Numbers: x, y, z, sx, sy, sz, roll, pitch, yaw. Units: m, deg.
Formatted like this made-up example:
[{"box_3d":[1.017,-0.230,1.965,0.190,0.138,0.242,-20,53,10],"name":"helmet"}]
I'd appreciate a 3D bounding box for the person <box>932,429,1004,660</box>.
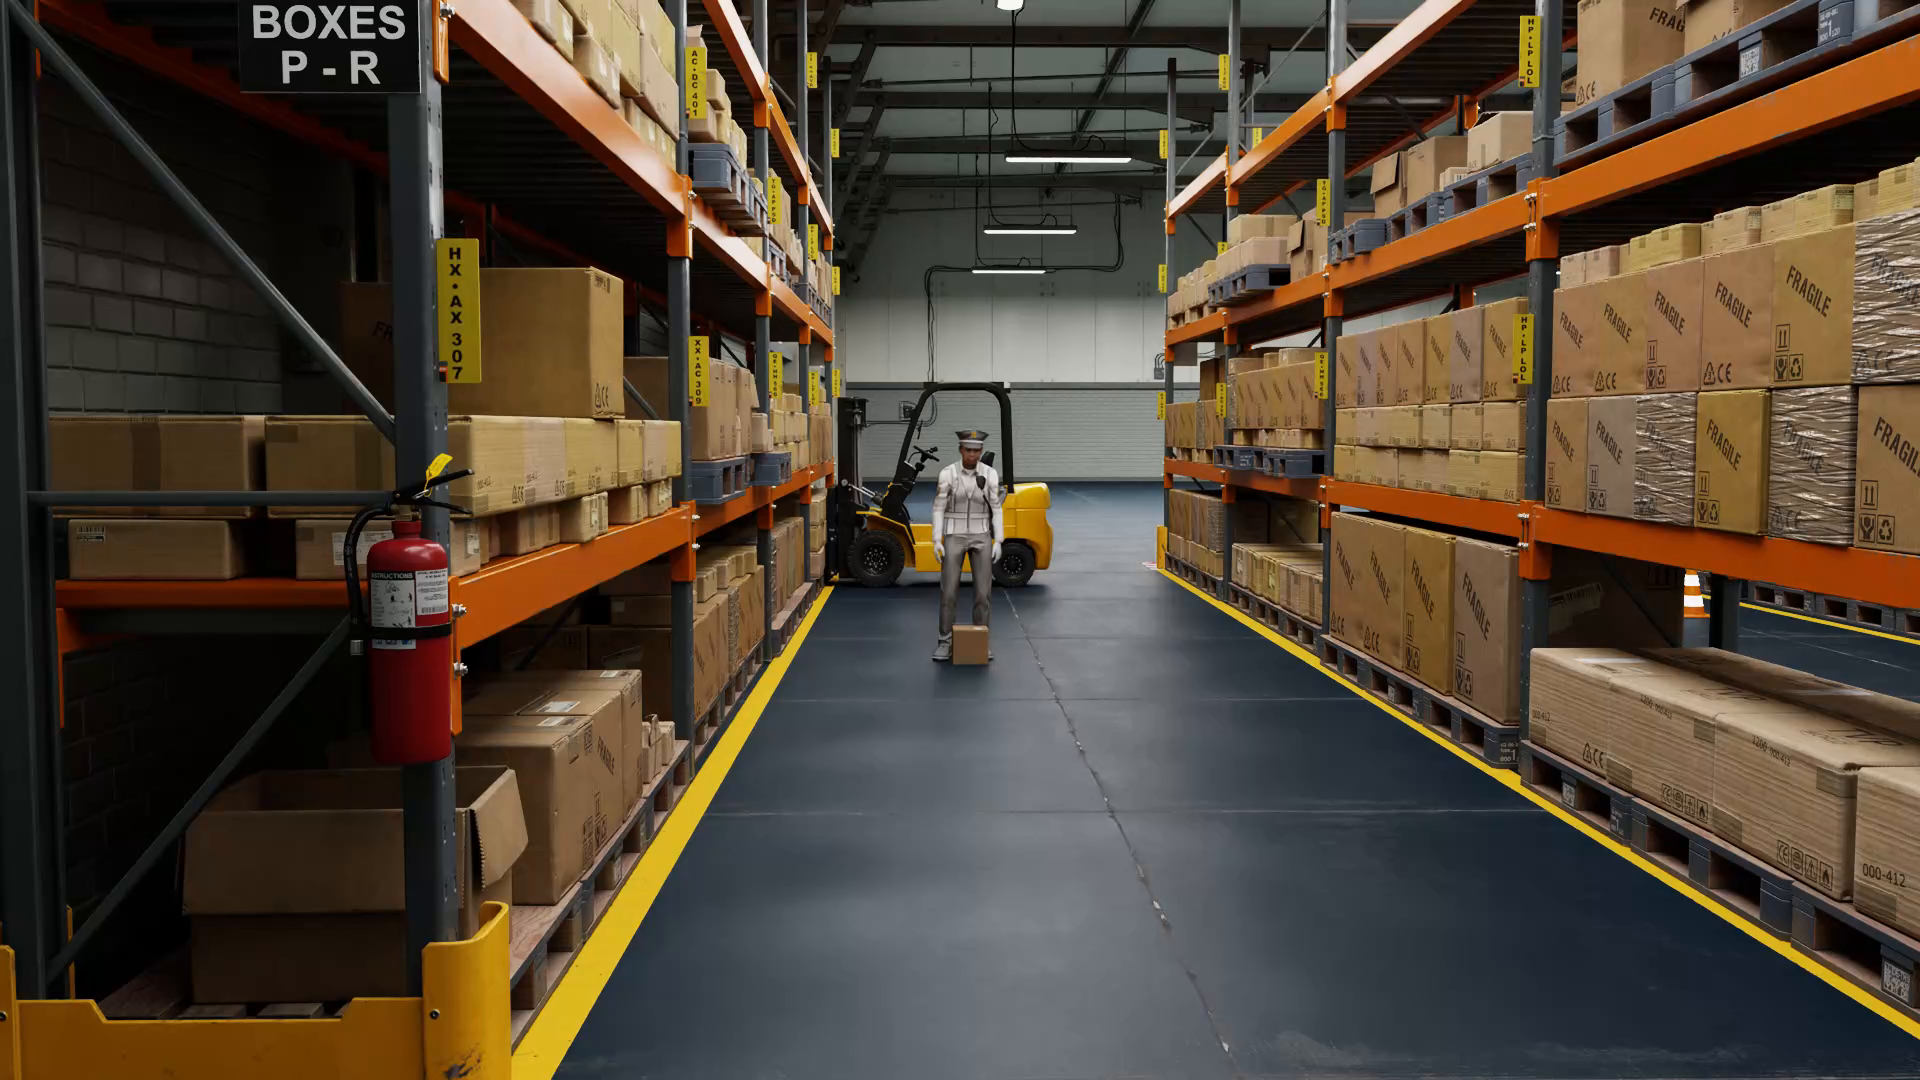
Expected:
[{"box_3d":[0.058,0.030,12.031,0.527,1.662,0.375,0,4,-4],"name":"person"}]
